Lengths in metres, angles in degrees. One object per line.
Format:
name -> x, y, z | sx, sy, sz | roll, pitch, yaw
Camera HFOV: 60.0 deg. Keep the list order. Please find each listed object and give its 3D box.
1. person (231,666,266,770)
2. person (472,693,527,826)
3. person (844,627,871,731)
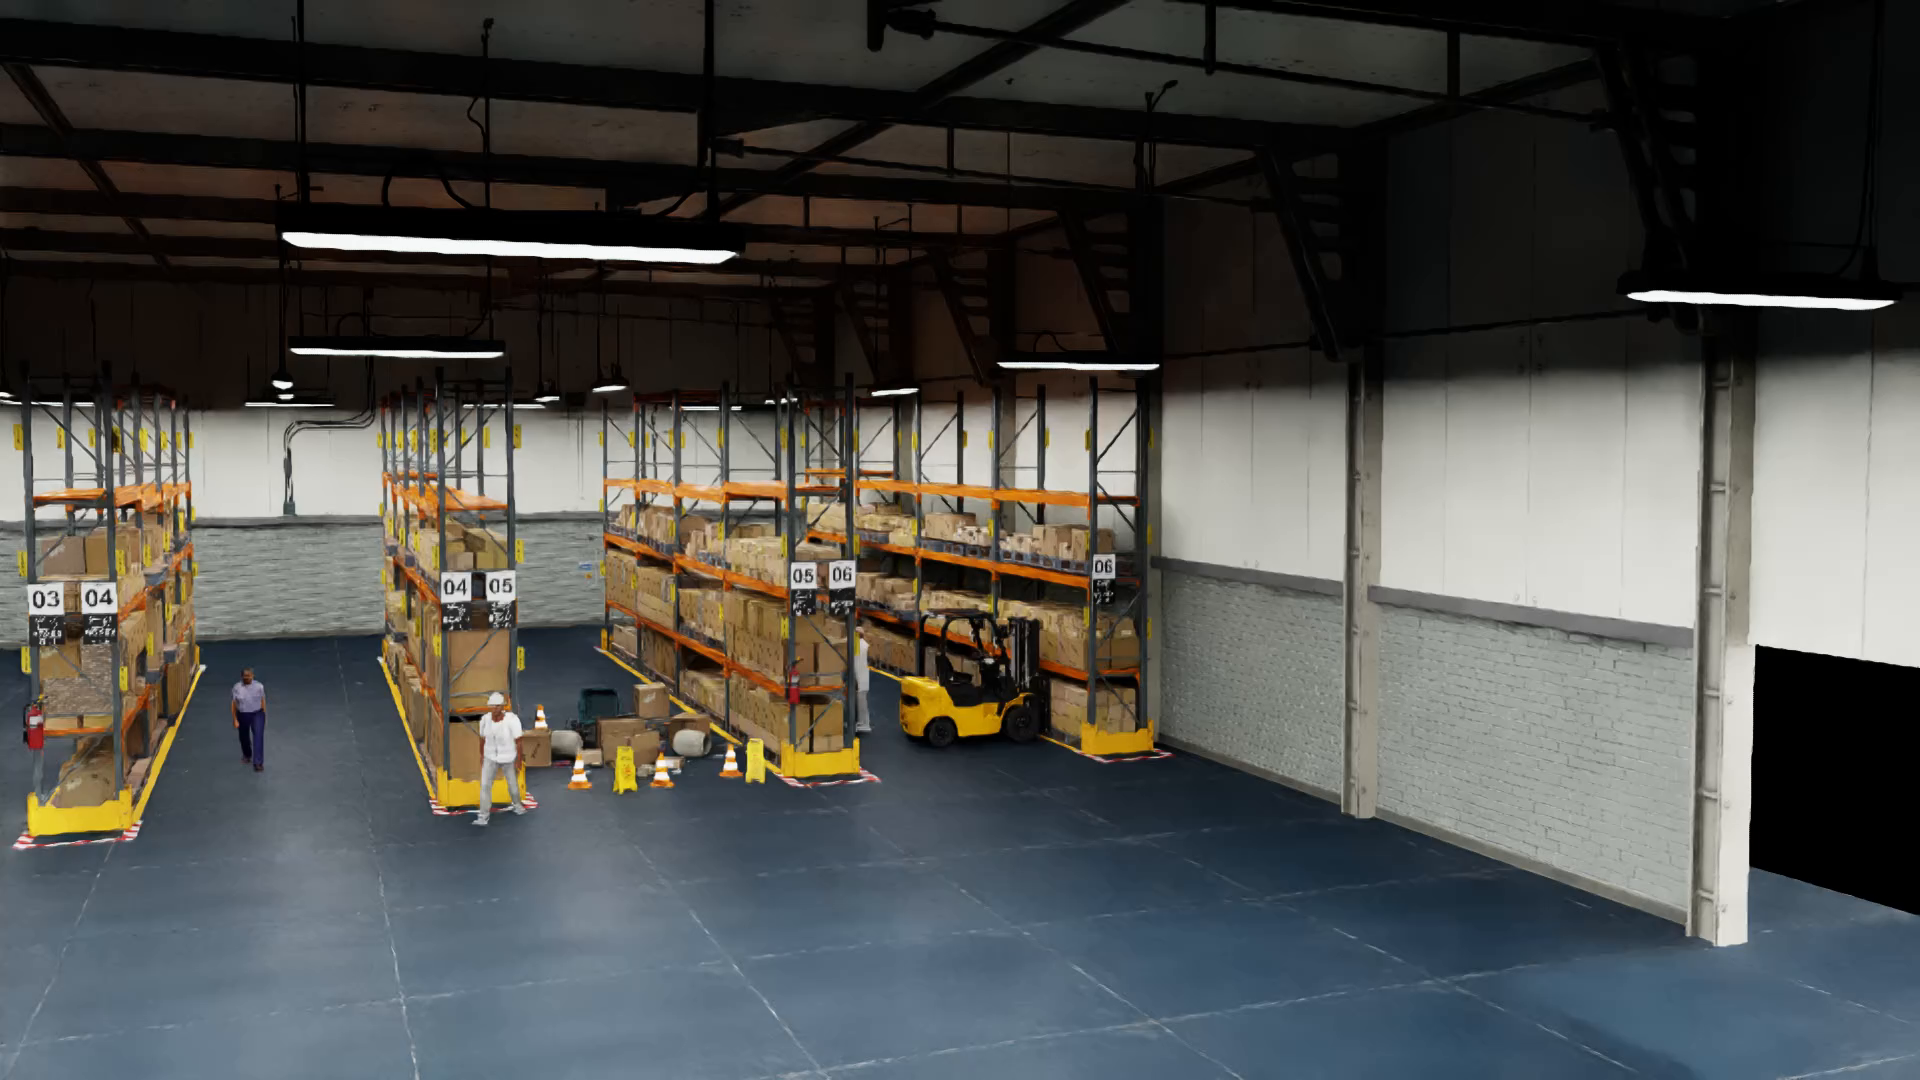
person -> -10.816, 2.678, 25.273 | 0.479, 1.553, 1.090 | -1, 4, -19
person -> -6.024, 2.845, 21.773 | 0.620, 1.721, 0.972 | 0, 3, 1
person -> -1.787, 2.382, 28.604 | 0.555, 1.770, 0.631 | 1, 3, 9
